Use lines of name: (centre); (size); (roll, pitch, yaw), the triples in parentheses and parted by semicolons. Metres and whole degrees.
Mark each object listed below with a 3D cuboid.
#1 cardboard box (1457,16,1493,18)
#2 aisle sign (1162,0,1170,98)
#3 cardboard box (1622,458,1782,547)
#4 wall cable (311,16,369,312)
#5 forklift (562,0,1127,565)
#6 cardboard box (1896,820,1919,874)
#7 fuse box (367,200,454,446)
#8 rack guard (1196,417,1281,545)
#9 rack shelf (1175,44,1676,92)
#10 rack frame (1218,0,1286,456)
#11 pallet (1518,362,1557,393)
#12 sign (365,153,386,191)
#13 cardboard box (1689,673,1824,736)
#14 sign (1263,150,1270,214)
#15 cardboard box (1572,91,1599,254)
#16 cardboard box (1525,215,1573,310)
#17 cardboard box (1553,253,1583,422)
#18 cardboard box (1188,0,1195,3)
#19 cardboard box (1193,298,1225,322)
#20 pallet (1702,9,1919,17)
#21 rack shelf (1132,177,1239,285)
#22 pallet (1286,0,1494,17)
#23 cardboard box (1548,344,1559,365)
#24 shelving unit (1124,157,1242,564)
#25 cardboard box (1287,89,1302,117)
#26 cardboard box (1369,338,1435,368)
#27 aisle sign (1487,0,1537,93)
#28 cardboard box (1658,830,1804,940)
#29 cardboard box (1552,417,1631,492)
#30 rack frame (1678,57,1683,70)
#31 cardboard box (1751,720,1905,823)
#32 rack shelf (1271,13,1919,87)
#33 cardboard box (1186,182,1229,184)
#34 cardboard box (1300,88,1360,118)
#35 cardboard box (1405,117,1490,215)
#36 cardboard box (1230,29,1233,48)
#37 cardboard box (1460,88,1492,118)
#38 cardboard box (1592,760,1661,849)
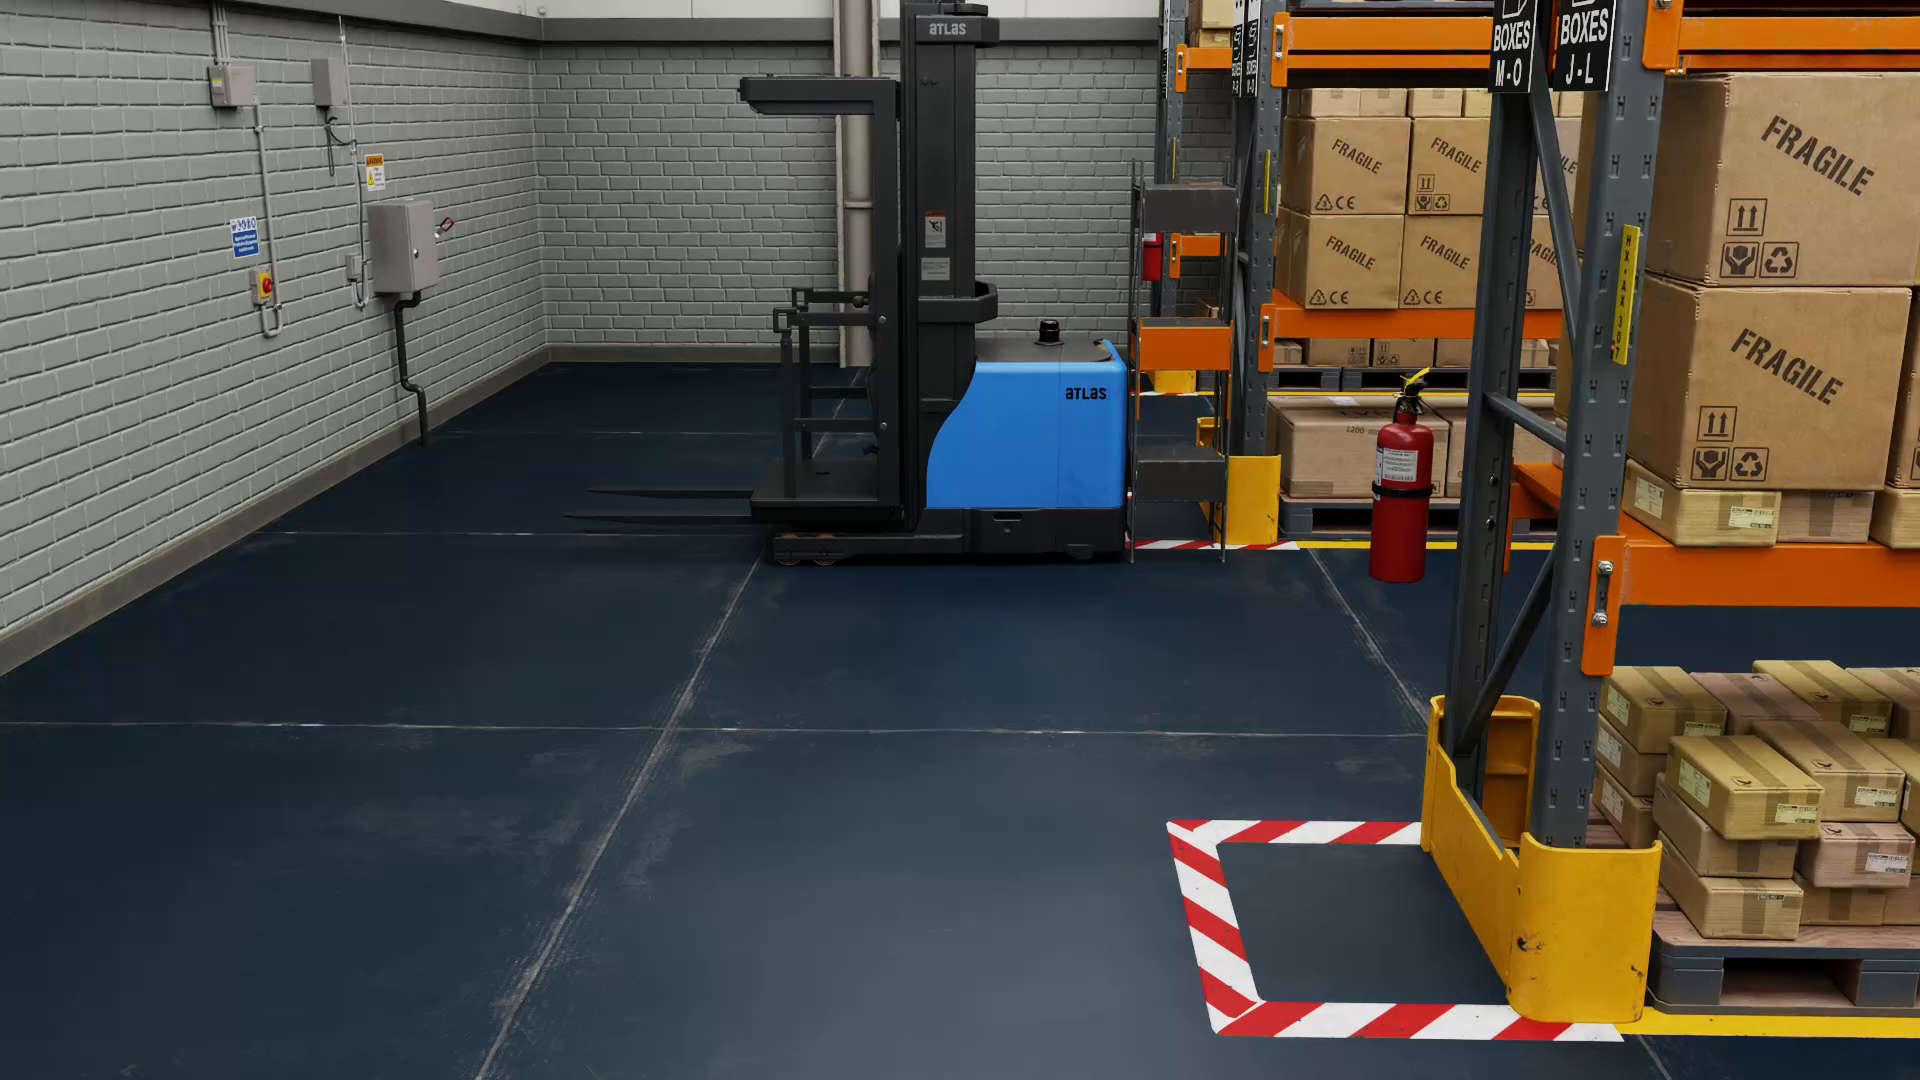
cardboard box: (4.237, -4.279, 13.511); (0.500, 0.250, 0.500); (1, 15, 3)
aisle sign: (1.683, -4.020, 13.601); (0.004, 0.787, 0.394); (0, 15, 1)
cardboard box: (1.925, -0.101, 4.337); (0.250, 0.149, 0.380); (0, 15, 1)
wall cable: (-3.978, -2.455, 10.775); (0.122, 1.984, 0.588); (0, 15, 1)
forklift: (-0.630, -1.417, 8.966); (3.031, 2.935, 1.130); (0, 15, 0)
cardboard box: (2.646, 0.787, 4.659); (0.250, 0.149, 0.380); (1, 15, 2)
fuse box: (-3.803, -1.514, 11.725); (0.414, 1.711, 0.539); (0, 15, 1)
rack guard: (1.611, -0.363, 9.736); (0.348, 0.500, 1.175); (0, 15, 1)
rack shelf: (3.758, -3.927, 13.874); (4.000, 0.370, 1.077); (0, 15, 1)
rack frame: (1.635, -1.572, 9.417); (0.127, 3.000, 1.000); (0, 15, 1)
pallet: (5.070, -1.468, 14.490); (1.213, 0.211, 1.003); (0, 15, 1)
sign: (-4.011, -2.524, 11.407); (0.001, 0.242, 0.339); (0, 15, 1)
cardboard box: (2.395, 0.534, 5.034); (0.250, 0.149, 0.380); (1, 15, 3)
sign: (1.615, -1.887, 8.760); (0.005, 0.325, 0.100); (0, 15, 1)
cardboard box: (2.074, -1.045, 4.680); (0.500, 0.500, 0.500); (0, 15, 0)
cardboard box: (3.122, -1.539, 9.099); (0.500, 0.500, 0.500); (0, 15, 1)
cardboard box: (2.066, -0.563, 4.817); (0.500, 0.500, 0.500); (1, 15, 3)
cardboard box: (2.210, -4.669, 14.008); (0.500, 0.250, 0.500); (0, 15, 0)
cardboard box: (2.367, -1.805, 14.373); (0.637, 0.503, 0.797); (0, 15, -1)
pallet: (4.816, -2.961, 8.977); (1.213, 0.211, 1.003); (0, 15, 1)
rack shelf: (1.156, -1.604, 8.612); (0.480, 0.518, 0.431); (0, 15, -1)
pallet: (2.377, -2.977, 9.037); (1.213, 0.211, 1.003); (0, 15, 1)
cardboard box: (5.193, -1.565, 14.156); (0.250, 0.149, 0.380); (0, 15, 0)
shelving unit: (1.156, -0.940, 8.787); (0.503, 2.100, 0.431); (0, 15, -1)
cardboard box: (1.999, -2.466, 9.378); (0.250, 0.149, 0.380); (1, 15, 2)
cardboard box: (3.747, -1.759, 14.205); (0.500, 0.500, 0.500); (1, 15, 2)
aisle sign: (1.545, -1.643, 4.590); (0.004, 0.787, 0.394); (0, 15, 1)
cardboard box: (2.125, 0.952, 4.617); (0.250, 0.149, 0.380); (1, 15, 3)
cardboard box: (1.943, -0.257, 4.927); (0.250, 0.149, 0.380); (0, 15, 1)
rack frame: (5.757, -2.811, 14.116); (0.127, 3.000, 1.000); (0, 15, 1)
cardboard box: (2.404, 0.640, 4.632); (0.250, 0.149, 0.380); (1, 15, 2)
rack shelf: (3.635, -2.661, 9.077); (4.000, 0.370, 1.077); (0, 15, 1)
cardboard box: (2.225, -2.973, 14.441); (0.500, 0.250, 0.500); (1, 15, 3)
cardboard box: (1.983, -2.344, 8.917); (0.250, 0.149, 0.380); (1, 15, 3)
cardboard box: (2.625, -2.026, 8.983); (0.500, 0.500, 0.500); (0, 15, 0)
cardboard box: (2.334, -4.110, 13.650); (0.250, 0.149, 0.380); (1, 15, 2)
cardboard box: (2.767, -2.333, 8.873); (0.250, 0.149, 0.380); (0, 15, 0)
cardboard box: (2.141, 0.817, 5.128); (0.250, 0.149, 0.380); (1, 15, 2)
